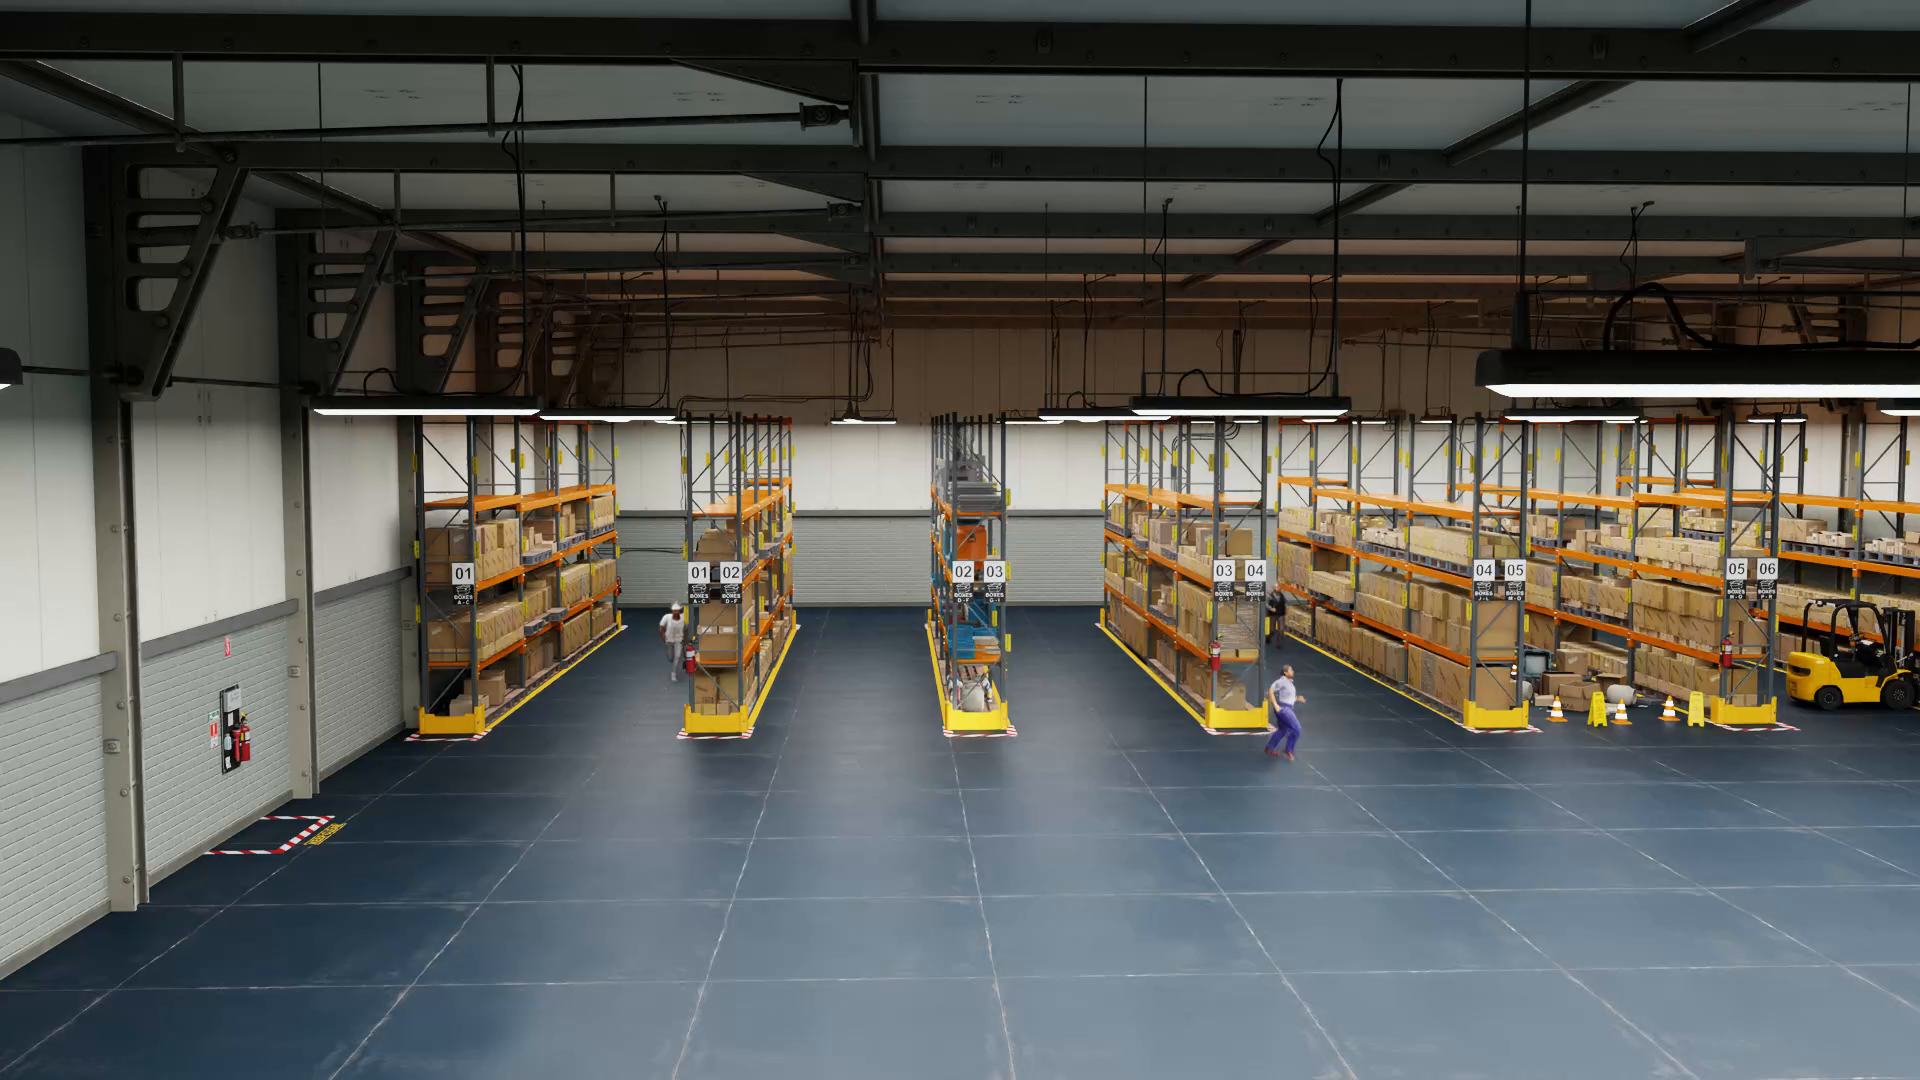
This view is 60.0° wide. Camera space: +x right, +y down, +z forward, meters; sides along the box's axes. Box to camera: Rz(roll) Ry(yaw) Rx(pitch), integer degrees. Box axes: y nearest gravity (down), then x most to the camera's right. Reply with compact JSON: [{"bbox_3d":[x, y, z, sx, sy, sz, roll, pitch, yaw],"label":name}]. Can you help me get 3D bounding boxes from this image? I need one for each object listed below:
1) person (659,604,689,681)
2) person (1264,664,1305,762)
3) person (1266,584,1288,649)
[{"bbox_3d":[-6.487,2.308,37.867,0.707,1.746,0.914,-1,4,-8],"label":"person"},{"bbox_3d":[5.576,2.975,28.624,0.715,1.679,0.612,2,4,22],"label":"person"},{"bbox_3d":[8.173,1.962,42.939,0.669,1.684,0.760,0,4,-6],"label":"person"}]
